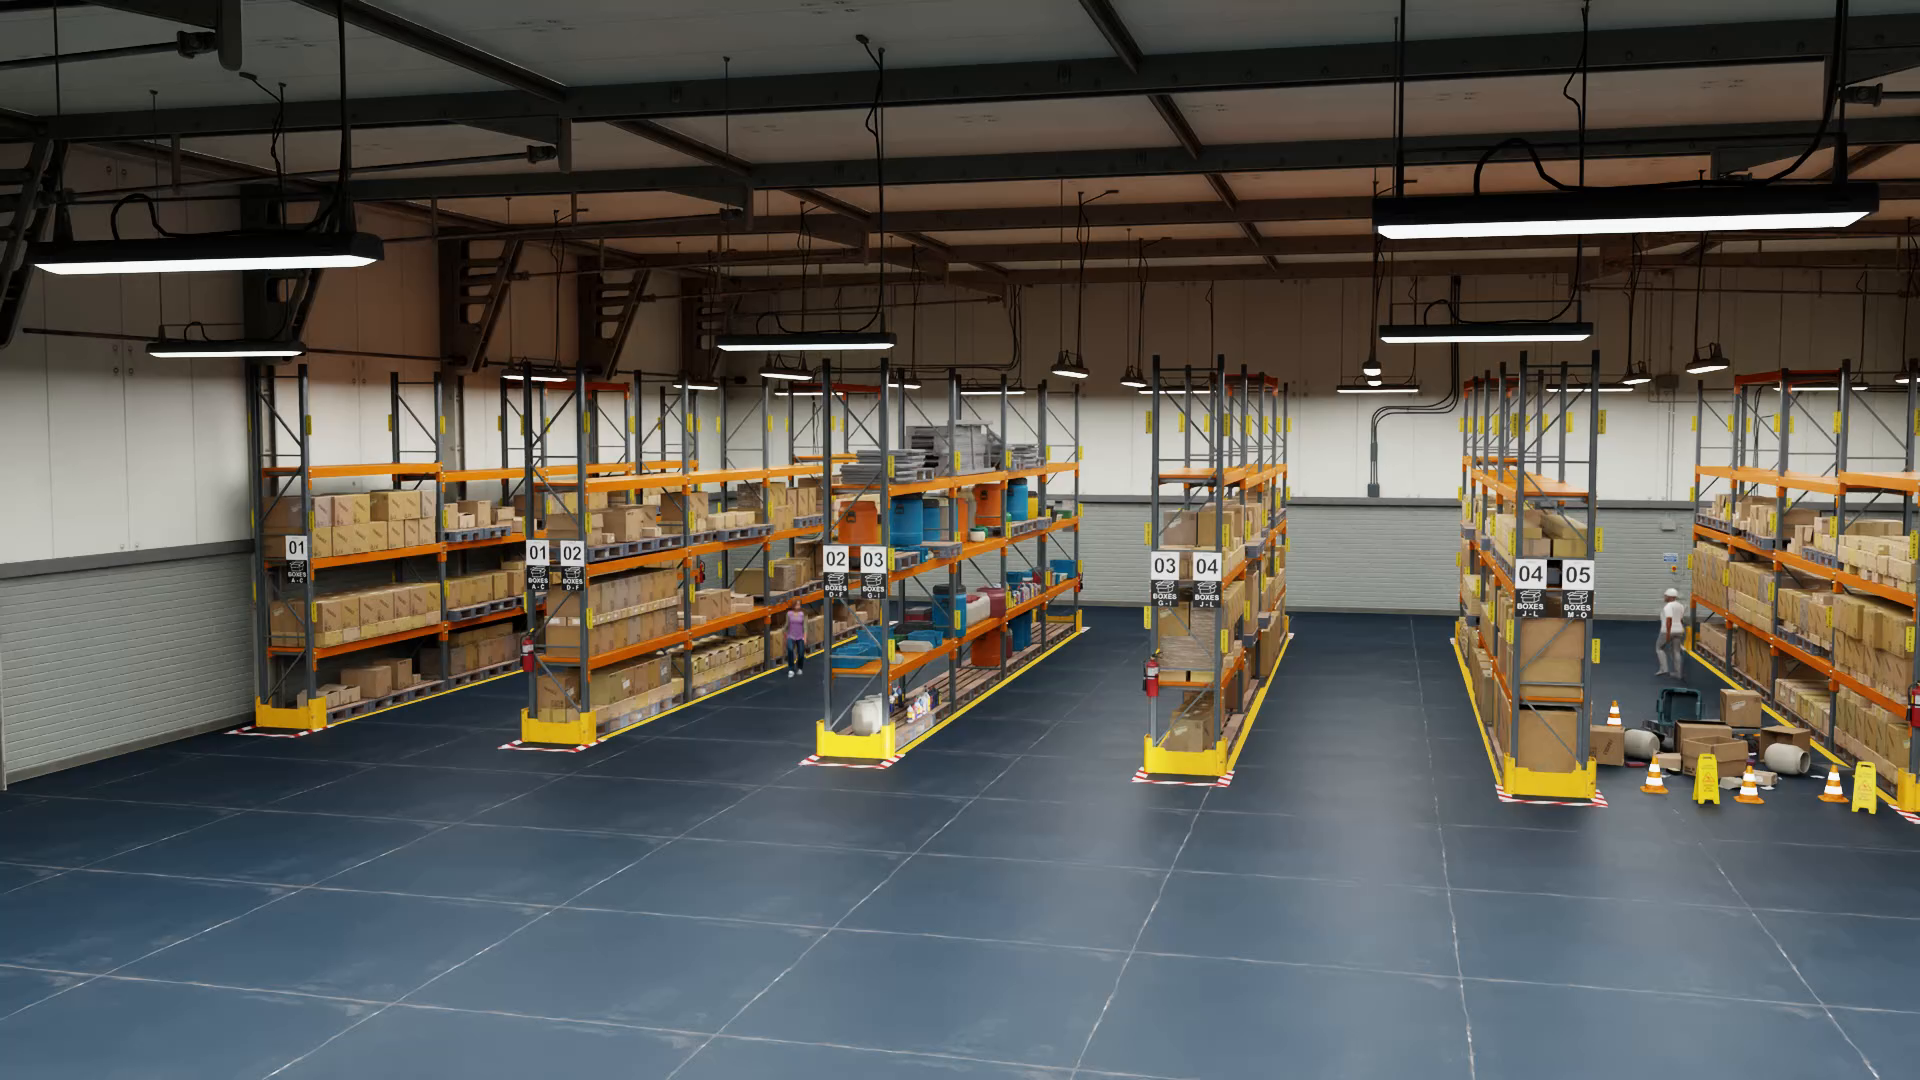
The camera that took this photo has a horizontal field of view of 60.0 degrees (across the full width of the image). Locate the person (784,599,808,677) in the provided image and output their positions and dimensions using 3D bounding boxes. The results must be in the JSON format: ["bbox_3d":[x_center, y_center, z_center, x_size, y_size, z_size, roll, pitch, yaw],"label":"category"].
[{"bbox_3d":[-3.095,1.853,31.453,0.445,1.463,0.744,-1,4,-10],"label":"person"}]

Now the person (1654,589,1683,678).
[{"bbox_3d":[14.142,1.847,32.939,0.544,1.756,0.579,-1,4,-12],"label":"person"}]
